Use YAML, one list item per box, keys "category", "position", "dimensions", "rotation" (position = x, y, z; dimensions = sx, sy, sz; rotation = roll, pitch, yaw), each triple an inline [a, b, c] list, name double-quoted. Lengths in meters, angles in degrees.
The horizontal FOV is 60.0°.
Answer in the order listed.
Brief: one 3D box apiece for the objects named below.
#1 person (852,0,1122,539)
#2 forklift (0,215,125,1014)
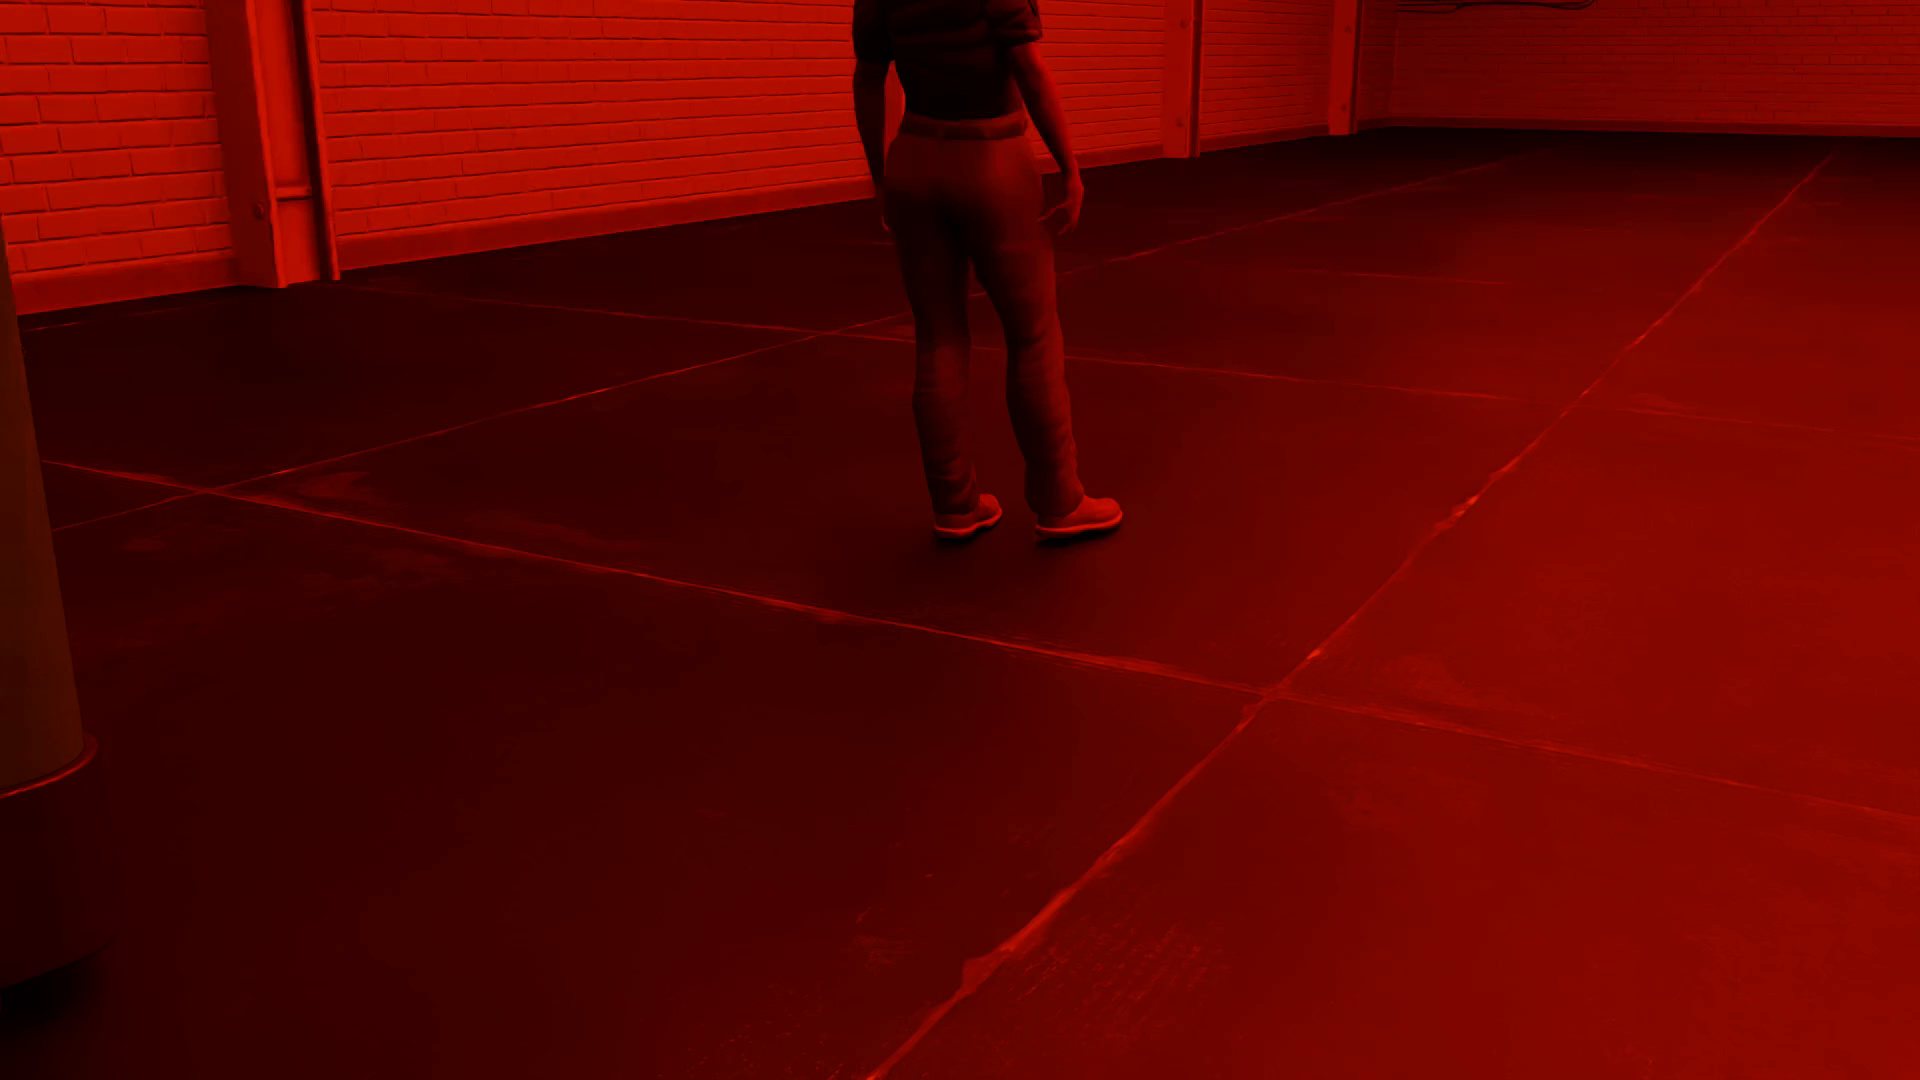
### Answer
- category: "person"
  position: [0.061, -0.820, 3.869]
  dimensions: [0.569, 1.656, 0.503]
  rotation: [9, 19, 28]
- category: "forklift"
  position: [-2.411, -0.617, 0.947]
  dimensions: [1.130, 2.935, 3.031]
  rotation: [14, 21, 39]
